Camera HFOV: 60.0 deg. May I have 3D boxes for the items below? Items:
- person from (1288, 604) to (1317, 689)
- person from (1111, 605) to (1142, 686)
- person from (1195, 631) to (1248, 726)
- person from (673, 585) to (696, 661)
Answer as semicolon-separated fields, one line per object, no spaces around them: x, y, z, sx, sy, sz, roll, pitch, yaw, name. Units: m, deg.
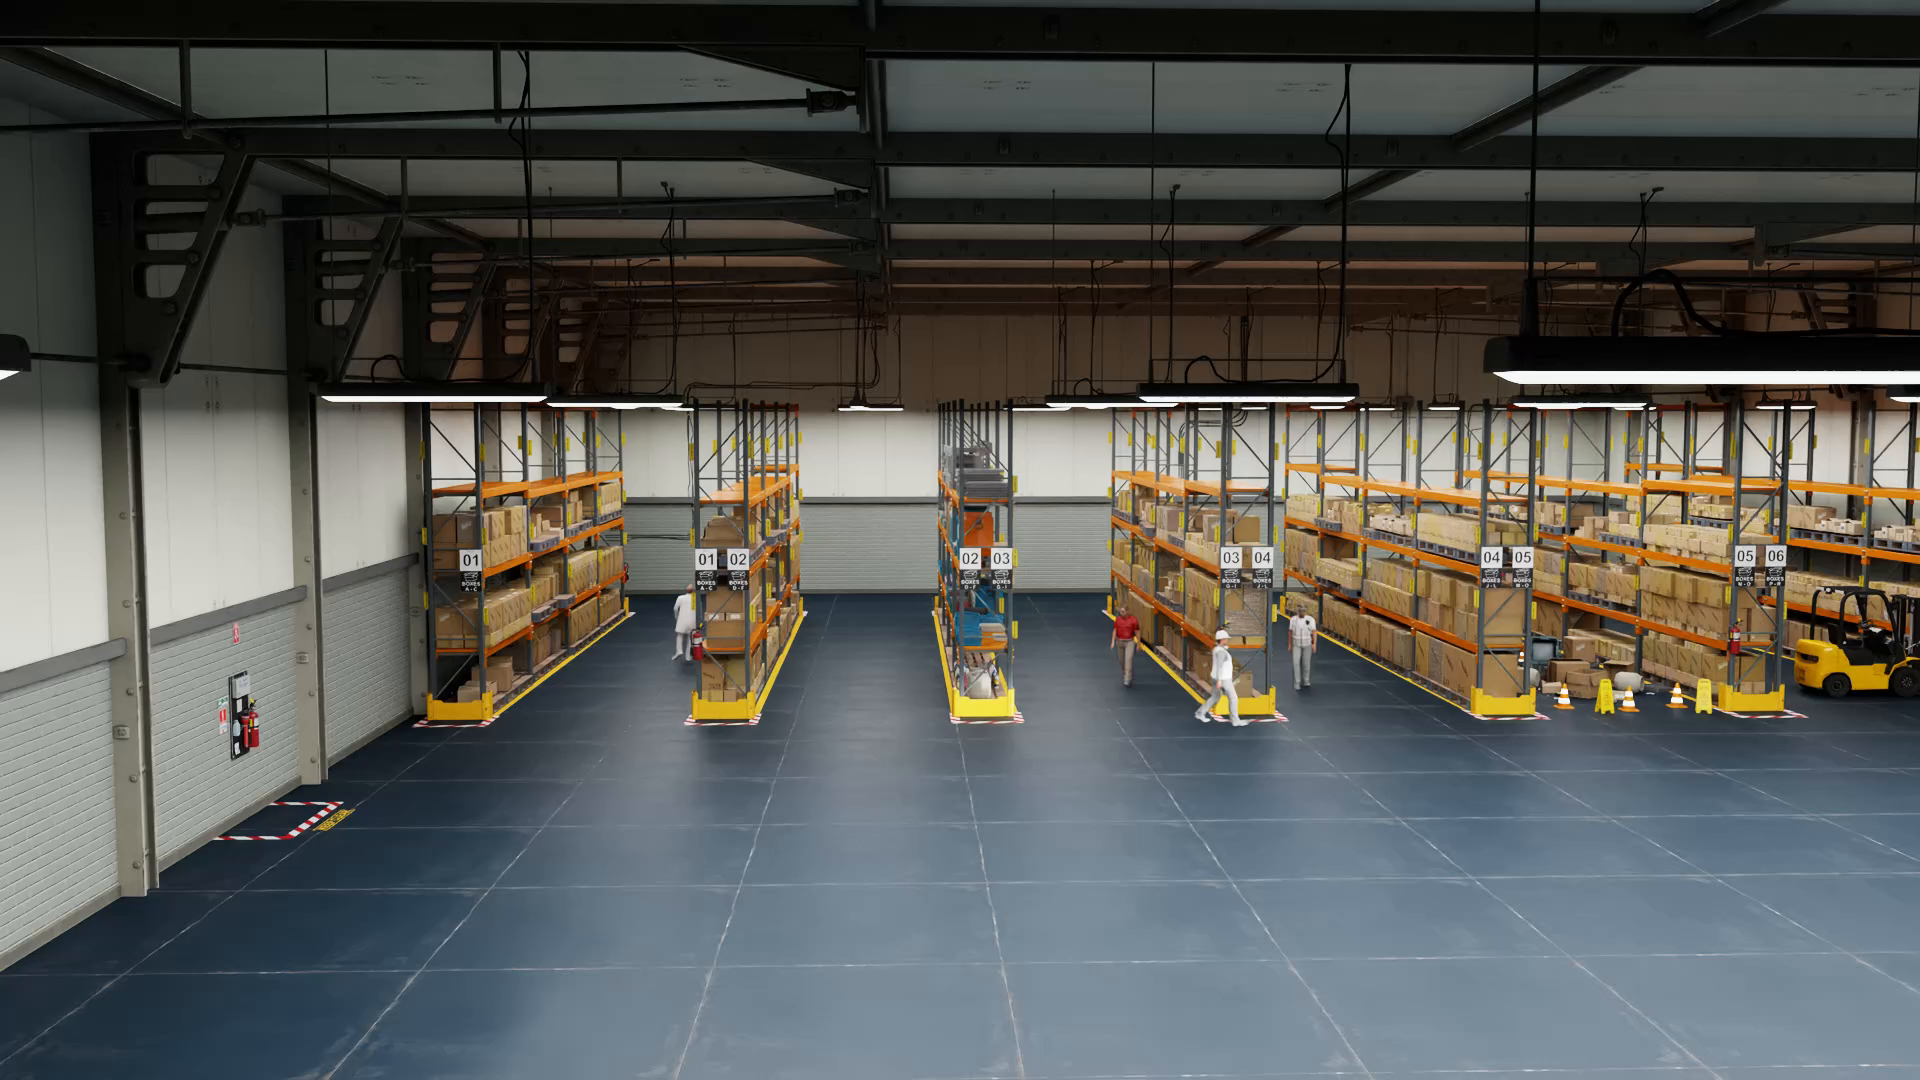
7.161;2.220;34.802;0.602;1.784;0.639;1;5;16;person
3.487;2.211;35.165;0.600;1.691;0.913;3;5;31;person
4.808;2.534;30.599;0.889;1.743;0.540;-1;4;-9;person
-6.324;1.928;38.493;0.632;1.752;0.703;0;4;1;person
